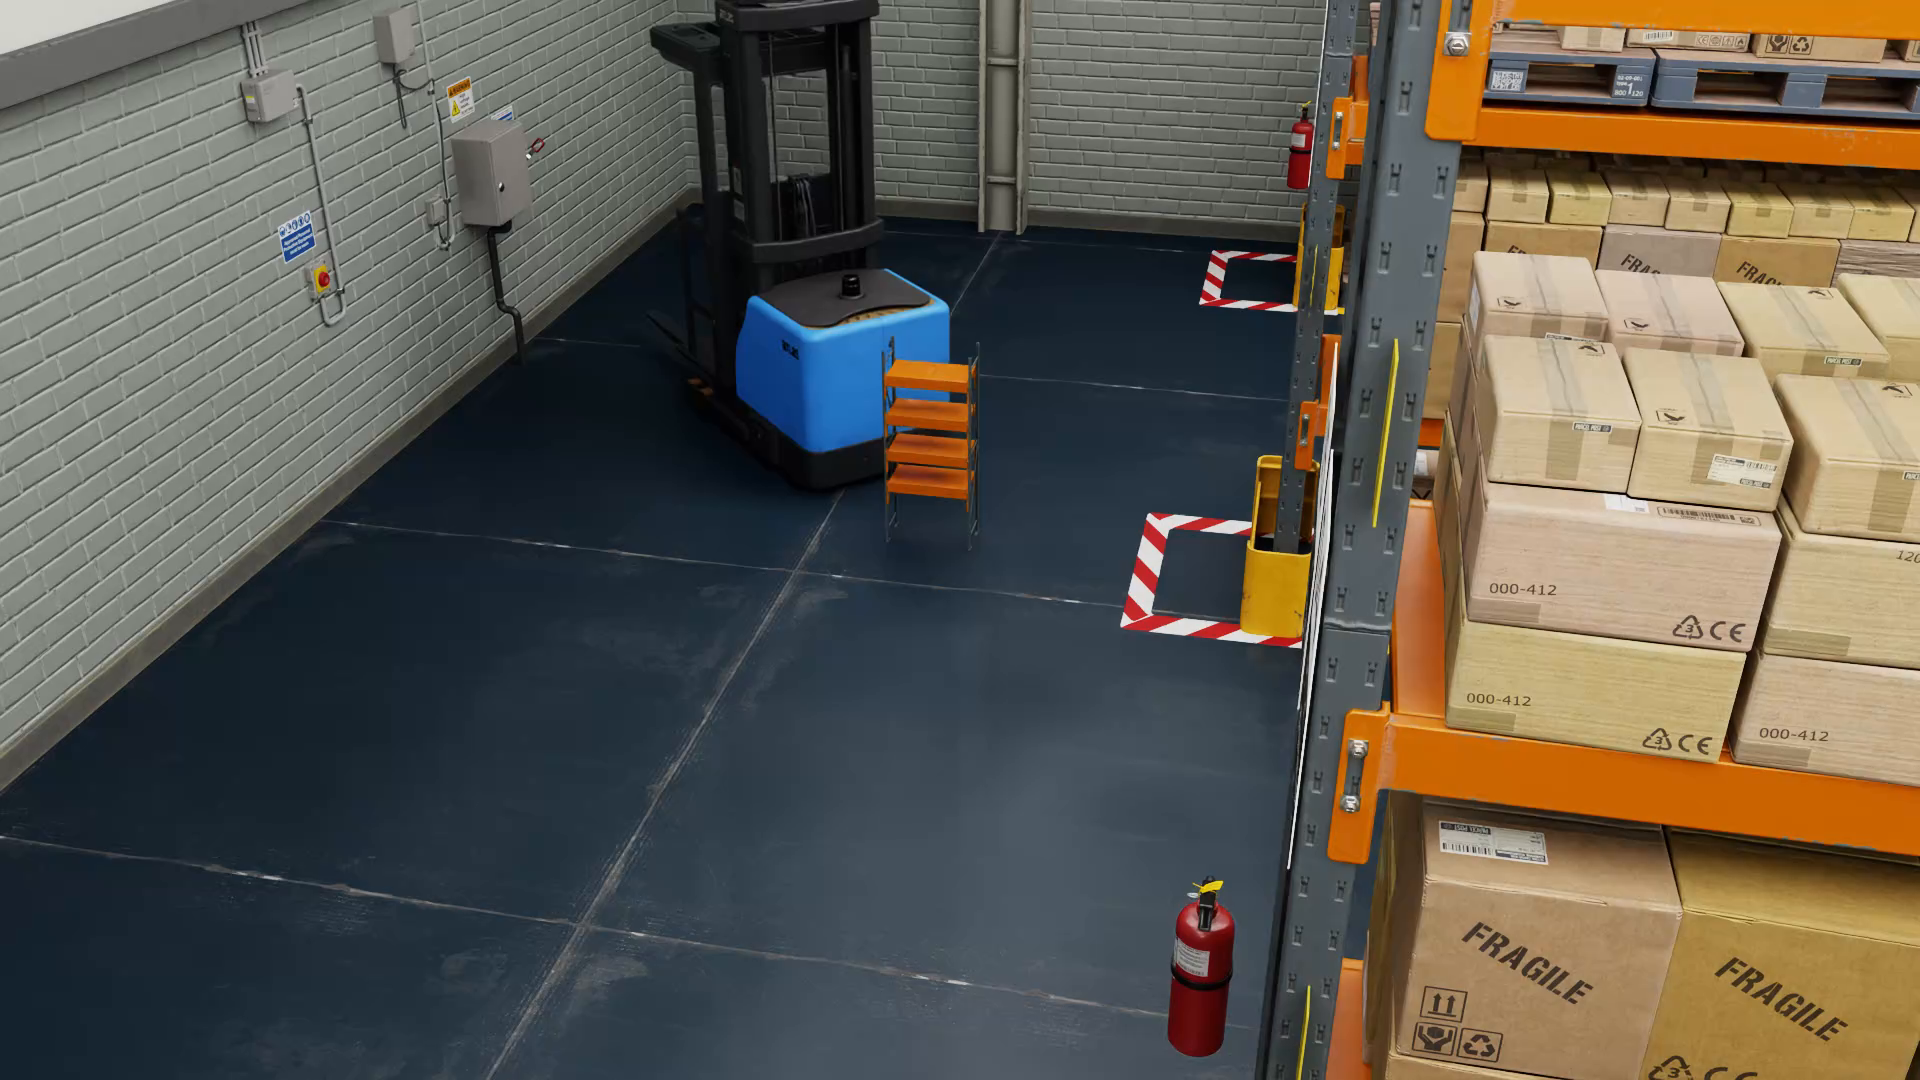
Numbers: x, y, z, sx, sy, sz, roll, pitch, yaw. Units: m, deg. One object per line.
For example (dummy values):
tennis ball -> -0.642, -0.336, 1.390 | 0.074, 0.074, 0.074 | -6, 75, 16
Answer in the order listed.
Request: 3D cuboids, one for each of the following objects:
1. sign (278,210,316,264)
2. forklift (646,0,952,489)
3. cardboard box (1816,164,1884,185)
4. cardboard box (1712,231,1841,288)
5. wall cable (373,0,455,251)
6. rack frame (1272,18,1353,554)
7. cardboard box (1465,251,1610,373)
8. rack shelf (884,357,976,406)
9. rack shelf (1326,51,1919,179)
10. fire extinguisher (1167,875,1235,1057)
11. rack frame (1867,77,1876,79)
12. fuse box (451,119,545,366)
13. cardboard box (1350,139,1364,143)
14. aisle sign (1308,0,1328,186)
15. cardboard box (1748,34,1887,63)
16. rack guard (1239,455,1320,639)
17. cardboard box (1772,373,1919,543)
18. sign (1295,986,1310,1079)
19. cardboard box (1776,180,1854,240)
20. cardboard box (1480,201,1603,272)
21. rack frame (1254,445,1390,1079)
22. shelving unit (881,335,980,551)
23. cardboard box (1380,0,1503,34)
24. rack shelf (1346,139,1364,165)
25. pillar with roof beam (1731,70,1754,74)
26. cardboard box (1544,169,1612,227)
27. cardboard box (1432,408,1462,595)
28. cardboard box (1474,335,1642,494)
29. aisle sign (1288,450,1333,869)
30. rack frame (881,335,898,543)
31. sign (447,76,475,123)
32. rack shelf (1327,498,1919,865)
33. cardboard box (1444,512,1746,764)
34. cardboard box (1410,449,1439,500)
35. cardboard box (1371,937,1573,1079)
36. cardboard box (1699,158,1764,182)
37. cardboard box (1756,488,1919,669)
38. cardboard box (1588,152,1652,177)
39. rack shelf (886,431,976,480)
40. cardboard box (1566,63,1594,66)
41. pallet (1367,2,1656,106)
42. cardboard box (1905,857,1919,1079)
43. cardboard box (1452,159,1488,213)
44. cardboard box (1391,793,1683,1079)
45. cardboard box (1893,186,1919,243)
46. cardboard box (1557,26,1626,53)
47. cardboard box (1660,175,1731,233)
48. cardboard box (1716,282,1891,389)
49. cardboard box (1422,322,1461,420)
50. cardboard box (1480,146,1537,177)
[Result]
sign -> -3.791, -1.734, 9.512 | 0.001, 0.218, 0.327 | 6, 29, 11
forklift -> -1.258, -2.265, 10.836 | 1.130, 2.935, 3.031 | -17, 33, -28
cardboard box -> 4.196, -1.701, 7.913 | 0.250, 0.149, 0.380 | 6, 29, 10
cardboard box -> 3.708, -1.232, 7.731 | 0.500, 0.500, 0.500 | 6, 29, 11
wall cable -> -3.437, -2.745, 10.582 | 0.122, 1.984, 0.588 | 6, 29, 11
rack frame -> 1.798, -1.077, 8.594 | 0.127, 3.000, 1.000 | 6, 29, 11
cardboard box -> 1.250, -0.491, 3.621 | 0.250, 0.149, 0.380 | 6, 29, 10
rack shelf -> -0.162, -0.888, 9.304 | 0.480, 0.148, 0.258 | 6, 29, 11
rack shelf -> 3.754, -1.877, 7.681 | 4.000, 0.370, 1.077 | 6, 29, 11
fire extinguisher -> 0.713, 1.213, 4.880 | 0.183, 0.674, 0.296 | 6, 29, 11
rack frame -> 6.743, -3.008, 12.120 | 0.127, 3.000, 1.000 | 6, 29, 11
fuse box -> -3.140, -2.039, 11.692 | 0.414, 1.711, 0.539 | 6, 29, 11
cardboard box -> 3.095, -3.137, 12.618 | 0.250, 0.149, 0.380 | 6, 29, 10
aisle sign -> 1.667, -2.089, 7.735 | 0.004, 0.787, 0.394 | 6, 29, 11
cardboard box -> 3.738, -2.392, 7.227 | 0.500, 0.500, 0.500 | 6, 29, 11
rack guard -> 1.774, 0.017, 9.199 | 0.348, 0.500, 1.175 | 6, 29, 11
cardboard box -> 1.628, -0.152, 3.001 | 0.250, 0.149, 0.380 | 6, 29, 10
sign -> 0.750, 1.132, 3.656 | 0.005, 0.325, 0.100 | 6, 29, 11
cardboard box -> 3.862, -1.500, 7.546 | 0.250, 0.149, 0.380 | 6, 29, 11
cardboard box -> 2.715, -1.329, 7.909 | 0.500, 0.500, 0.500 | 5, 29, 9
rack frame -> 0.863, 1.257, 4.330 | 0.127, 3.000, 1.000 | 6, 29, 11
shelving unit -> -0.162, -0.543, 9.492 | 0.503, 1.200, 0.258 | 6, 29, 11
cardboard box -> 2.257, -2.553, 7.780 | 0.500, 0.250, 0.500 | 3, 29, 6
rack shelf -> 4.787, -2.893, 12.659 | 4.000, 0.370, 1.077 | 6, 29, 11
pillar with roof beam -> 5.351, -4.111, 7.888 | 0.400, 9.000, 9.100 | 6, 29, 11
cardboard box -> 2.850, -1.588, 7.706 | 0.250, 0.149, 0.380 | 5, 29, 9
cardboard box -> 1.363, -0.071, 3.789 | 0.500, 0.250, 0.500 | 5, 29, 9
cardboard box -> 1.132, -0.247, 3.175 | 0.250, 0.149, 0.380 | 6, 29, 10
aisle sign -> 0.729, 0.251, 3.462 | 0.004, 0.787, 0.394 | 6, 29, 11
rack frame -> -0.400, -0.567, 9.537 | 0.015, 1.200, 0.240 | 6, 29, 11
sign -> -3.354, -2.961, 11.175 | 0.001, 0.242, 0.339 | 6, 29, 11
rack shelf -> 2.819, 0.458, 3.416 | 4.000, 0.370, 1.077 | 6, 29, 11
cardboard box -> 1.249, 0.172, 3.344 | 0.500, 0.250, 0.500 | 7, 29, 12
cardboard box -> 2.464, -0.119, 9.074 | 0.875, 0.438, 0.875 | 5, 29, 9
cardboard box -> 1.244, 1.258, 3.915 | 0.500, 0.500, 0.500 | 7, 30, 13
cardboard box -> 3.703, -1.765, 8.030 | 0.250, 0.149, 0.380 | 7, 29, 12
cardboard box -> 1.749, 0.006, 3.127 | 0.500, 0.250, 0.500 | 6, 29, 10
cardboard box -> 3.193, -1.798, 8.090 | 0.250, 0.149, 0.380 | 6, 29, 10
rack shelf -> -0.162, -0.484, 9.525 | 0.480, 0.148, 0.258 | 6, 29, 11
cardboard box -> 4.685, -3.480, 12.049 | 0.500, 0.500, 0.500 | 7, 29, 12
pallet -> 2.526, -2.285, 7.768 | 1.213, 0.211, 1.003 | 6, 29, 11
cardboard box -> 2.246, 0.924, 3.483 | 0.500, 0.500, 0.500 | 5, 29, 9
cardboard box -> 2.359, -1.686, 7.885 | 0.250, 0.149, 0.380 | 7, 29, 12
cardboard box -> 1.247, 0.814, 3.684 | 0.500, 0.500, 0.500 | 6, 29, 10
cardboard box -> 4.361, -1.457, 7.467 | 0.250, 0.149, 0.380 | 6, 29, 10
cardboard box -> 2.814, -2.294, 7.413 | 0.250, 0.149, 0.380 | 7, 29, 12
cardboard box -> 3.353, -1.542, 7.622 | 0.250, 0.149, 0.380 | 6, 29, 11
cardboard box -> 1.721, -0.395, 3.445 | 0.250, 0.149, 0.380 | 5, 29, 9
cardboard box -> 2.207, -0.938, 8.236 | 0.500, 0.500, 0.500 | 6, 29, 10
cardboard box -> 2.714, -1.902, 8.280 | 0.250, 0.149, 0.380 | 6, 29, 10
